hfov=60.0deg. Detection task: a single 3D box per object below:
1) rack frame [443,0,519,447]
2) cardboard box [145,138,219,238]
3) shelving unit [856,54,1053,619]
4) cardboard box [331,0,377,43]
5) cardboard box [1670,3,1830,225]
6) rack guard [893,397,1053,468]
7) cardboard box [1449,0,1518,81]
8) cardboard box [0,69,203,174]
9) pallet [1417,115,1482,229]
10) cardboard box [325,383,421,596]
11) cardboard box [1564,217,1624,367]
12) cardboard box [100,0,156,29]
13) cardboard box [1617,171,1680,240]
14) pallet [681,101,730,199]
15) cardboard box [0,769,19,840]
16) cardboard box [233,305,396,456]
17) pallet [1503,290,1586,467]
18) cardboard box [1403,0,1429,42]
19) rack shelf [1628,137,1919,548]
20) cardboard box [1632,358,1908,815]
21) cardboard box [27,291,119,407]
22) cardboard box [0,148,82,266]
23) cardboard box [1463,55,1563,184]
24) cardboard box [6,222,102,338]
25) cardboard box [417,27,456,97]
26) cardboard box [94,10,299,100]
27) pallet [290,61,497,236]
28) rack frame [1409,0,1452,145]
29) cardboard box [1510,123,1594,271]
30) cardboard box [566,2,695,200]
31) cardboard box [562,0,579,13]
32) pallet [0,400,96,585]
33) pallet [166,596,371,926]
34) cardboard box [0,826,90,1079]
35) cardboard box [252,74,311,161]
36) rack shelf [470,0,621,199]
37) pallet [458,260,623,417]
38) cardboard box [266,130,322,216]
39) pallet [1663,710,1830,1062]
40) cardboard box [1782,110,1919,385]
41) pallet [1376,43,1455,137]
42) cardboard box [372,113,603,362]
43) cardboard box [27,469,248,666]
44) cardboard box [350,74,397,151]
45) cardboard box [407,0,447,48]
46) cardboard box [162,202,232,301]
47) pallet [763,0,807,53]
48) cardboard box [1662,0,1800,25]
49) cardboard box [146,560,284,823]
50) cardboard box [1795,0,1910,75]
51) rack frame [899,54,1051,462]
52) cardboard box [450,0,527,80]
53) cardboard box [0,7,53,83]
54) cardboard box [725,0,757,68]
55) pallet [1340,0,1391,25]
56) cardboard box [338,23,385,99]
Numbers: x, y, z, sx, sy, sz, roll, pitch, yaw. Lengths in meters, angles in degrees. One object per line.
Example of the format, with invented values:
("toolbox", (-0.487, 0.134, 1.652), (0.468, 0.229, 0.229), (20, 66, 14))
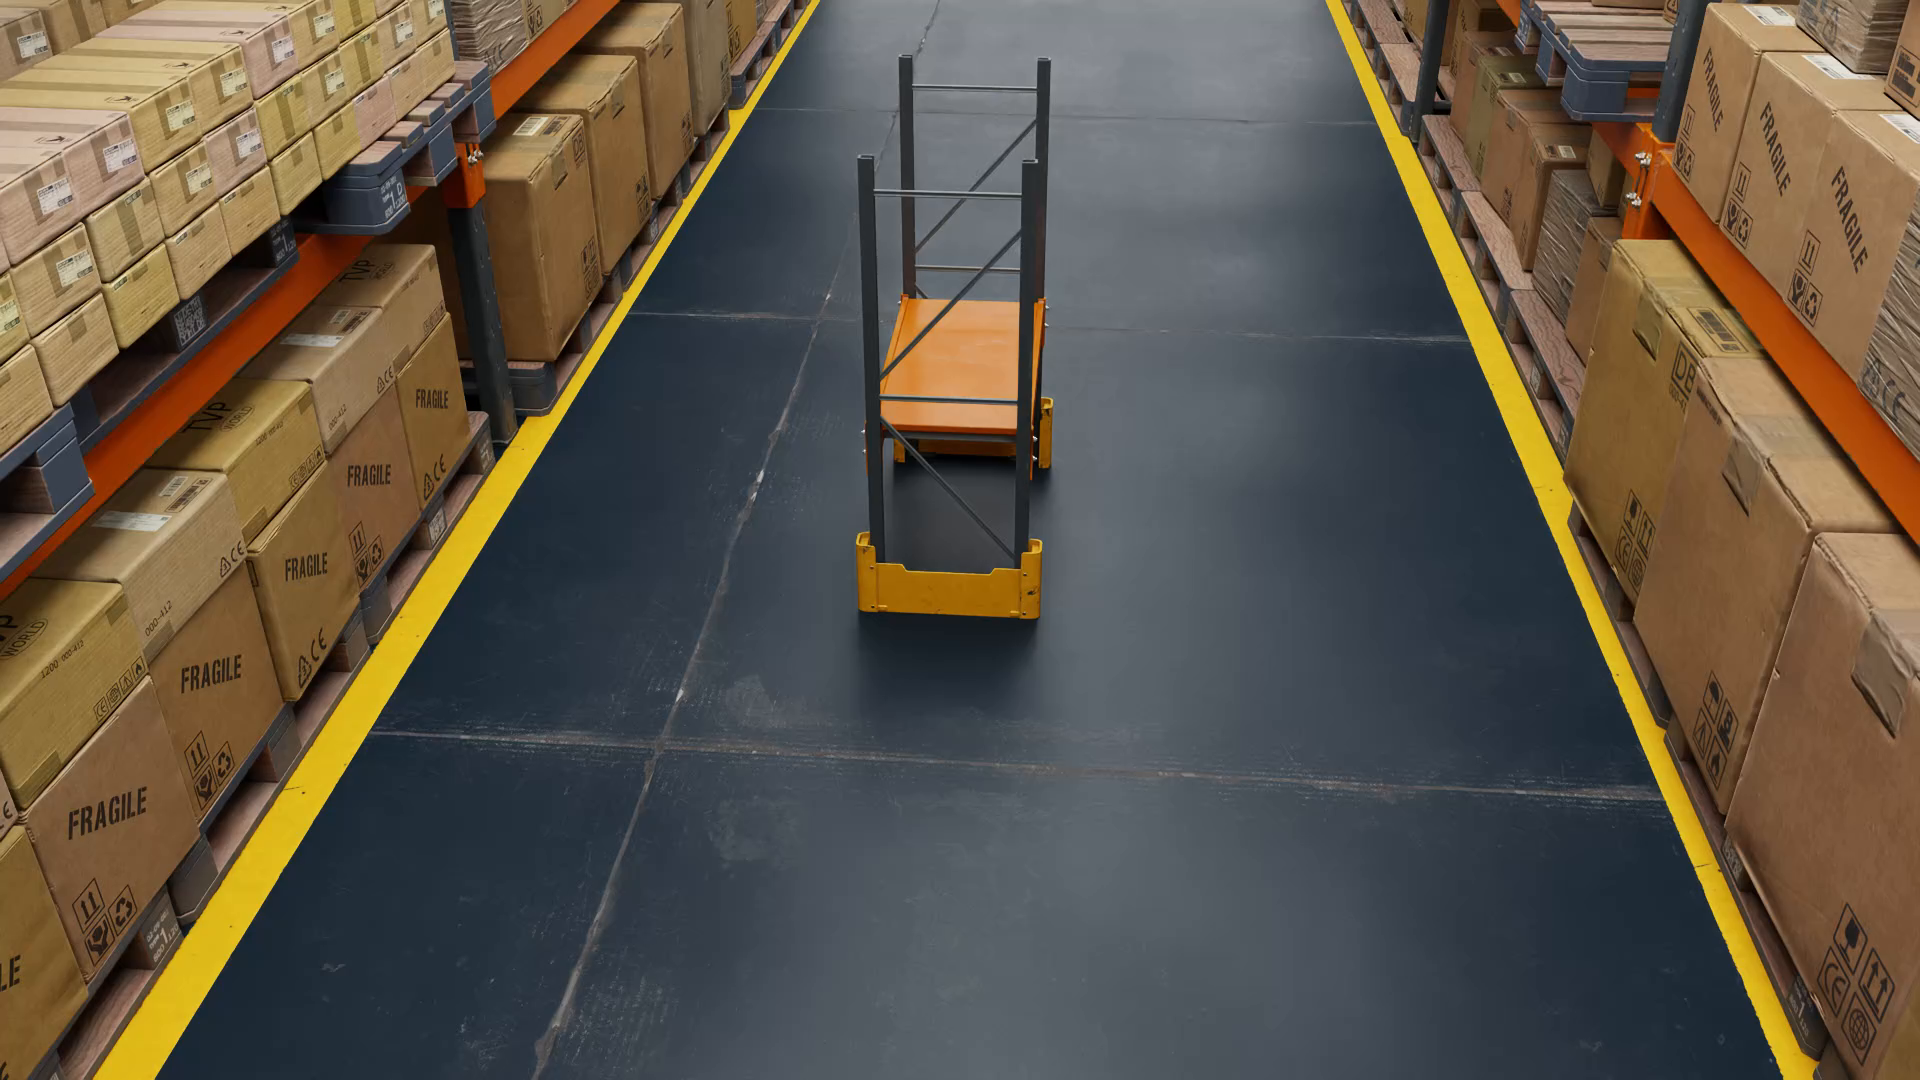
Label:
("rack frame", (-2.210, -1.686, 5.627), (1.000, 3.000, 0.127), (2, 32, 4))
("cardboard box", (-1.920, -0.797, 3.740), (0.380, 0.149, 0.250), (2, 32, 3))
("shelving unit", (0.006, -0.678, 5.421), (0.587, 1.500, 1.083), (2, 32, 4))
("cardboard box", (-1.837, -1.467, 4.544), (0.380, 0.149, 0.250), (3, 32, 5))
("cardboard box", (2.414, -1.222, 4.778), (0.500, 0.500, 0.500), (3, 32, 5))
("rack guard", (0.047, -0.407, 6.172), (0.587, 0.250, 0.087), (2, 32, 4))
("cardboard box", (3.123, -2.835, 9.474), (0.500, 0.500, 0.500), (2, 32, 2))
("cardboard box", (-1.923, -0.923, 3.661), (0.380, 0.149, 0.250), (3, 32, 5))
("pallet", (2.989, -1.919, 8.663), (1.003, 0.211, 1.213), (2, 32, 4))
("cardboard box", (-2.049, -0.174, 5.156), (0.500, 0.500, 0.500), (4, 32, 6))
("cardboard box", (2.760, -0.896, 6.308), (0.700, 0.500, 0.500), (1, 32, 1))
("cardboard box", (-2.484, -1.509, 4.612), (0.380, 0.149, 0.250), (2, 32, 4))
("cardboard box", (2.750, -1.216, 6.112), (0.500, 0.250, 0.500), (4, 32, 6))
("pallet", (-1.872, -2.184, 9.093), (1.003, 0.211, 1.213), (2, 32, 4))
("cardboard box", (-2.212, 0.596, 3.191), (0.500, 0.250, 0.500), (1, 32, 2))
("cardboard box", (-2.035, -0.487, 4.948), (0.500, 0.250, 0.500), (3, 32, 5))
("pallet", (2.790, -0.643, 6.592), (1.003, 0.211, 1.213), (2, 32, 4))
("cardboard box", (3.135, -3.463, 10.493), (0.500, 0.500, 0.500), (0, 32, 0))
("rack shelf", (2.562, -0.070, 3.689), (1.077, 0.370, 4.000), (2, 32, 4))
("cardboard box", (2.568, 0.130, 4.305), (1.225, 0.875, 0.875), (3, 32, 4))
("cardboard box", (-1.962, -0.393, 3.368), (0.380, 0.149, 0.250), (1, 32, 2))
("cardboard box", (-1.962, -0.650, 3.218), (0.380, 0.149, 0.250), (2, 32, 4))
("cardboard box", (2.922, -2.068, 8.209), (0.700, 0.500, 0.500), (2, 32, 4))
("cardboard box", (-1.965, -0.527, 3.302), (0.380, 0.149, 0.250), (4, 32, 6))
("cardboard box", (-1.792, -1.481, 5.133), (0.380, 0.149, 0.250), (3, 32, 5))
("cardboard box", (-1.881, -1.202, 4.113), (0.380, 0.149, 0.250), (2, 32, 4))
("pallet", (-2.162, -1.227, 5.065), (1.213, 0.211, 1.003), (2, 32, 4))
("rack frame", (3.051, -3.513, 8.592), (1.000, 3.000, 0.127), (2, 32, 4))
("cardboard box", (2.831, -1.483, 7.261), (0.700, 0.500, 0.500), (5, 32, 8))
("cardboard box", (-1.928, -2.166, 8.150), (1.050, 0.750, 0.750), (2, 32, 4))
("cardboard box", (-1.824, -2.482, 6.823), (0.500, 0.500, 0.500), (2, 32, 4))
("pallet", (-2.329, 0.094, 2.922), (1.003, 0.211, 1.213), (2, 32, 4))
("pallet", (-2.377, 0.546, 4.663), (1.003, 0.211, 1.213), (2, 32, 4))
("cardboard box", (-2.211, 0.916, 3.387), (0.500, 0.500, 0.500), (4, 32, 6))
("cardboard box", (-1.879, -1.069, 4.181), (0.380, 0.149, 0.250), (2, 32, 4))
("rack shelf", (-2.047, -2.426, 7.513), (1.077, 0.370, 4.000), (2, 32, 4))
("pallet", (-2.071, -0.908, 7.023), (1.003, 0.211, 1.213), (2, 32, 4))
("cardboard box", (-1.879, -0.945, 4.264), (0.380, 0.149, 0.250), (1, 32, 2))
("pallet", (2.484, 0.811, 4.233), (1.003, 0.211, 1.213), (2, 32, 4))
("cardboard box", (2.336, -0.684, 3.905), (0.500, 0.500, 0.500), (2, 32, 3))
("pallet", (3.070, -2.679, 9.896), (1.003, 0.211, 1.213), (2, 32, 4))
("cardboard box", (-2.071, -1.222, 6.618), (1.050, 0.750, 0.750), (2, 32, 3))
("cardboard box", (-2.125, 0.051, 4.075), (0.500, 0.250, 0.500), (4, 32, 6))
("cardboard box", (-1.835, -1.216, 4.704), (0.380, 0.149, 0.250), (3, 32, 5))
("cardboard box", (-1.797, -1.607, 5.054), (0.380, 0.149, 0.250), (3, 32, 5))
("cardboard box", (-1.921, -0.667, 3.813), (0.380, 0.149, 0.250), (1, 32, 2))
("pallet", (-1.648, -3.625, 11.431), (1.003, 0.211, 1.213), (2, 32, 4))
("cardboard box", (2.729, -1.927, 5.522), (0.500, 0.500, 0.500), (-1, 32, -2))
("cardboard box", (-2.141, 0.364, 4.282), (0.500, 0.500, 0.500), (3, 32, 5))
("cardboard box", (2.649, -1.510, 4.289), (0.797, 0.503, 0.637), (3, 32, 6))
("rack frame", (0.048, -0.949, 5.860), (0.500, 1.500, 0.032), (2, 32, 4))
("cardboard box", (-1.905, -1.952, 5.963), (0.500, 0.500, 0.500), (3, 32, 5))
("cardboard box", (-2.527, -1.229, 4.158), (0.380, 0.149, 0.250), (4, 32, 6))
("cardboard box", (-1.764, -3.378, 9.997), (0.875, 0.875, 0.875), (3, 32, 5))
("pallet", (3.269, -3.955, 11.966), (1.003, 0.211, 1.213), (2, 32, 4))
("cardboard box", (-1.835, -1.330, 4.604), (0.380, 0.149, 0.250), (3, 32, 5))
